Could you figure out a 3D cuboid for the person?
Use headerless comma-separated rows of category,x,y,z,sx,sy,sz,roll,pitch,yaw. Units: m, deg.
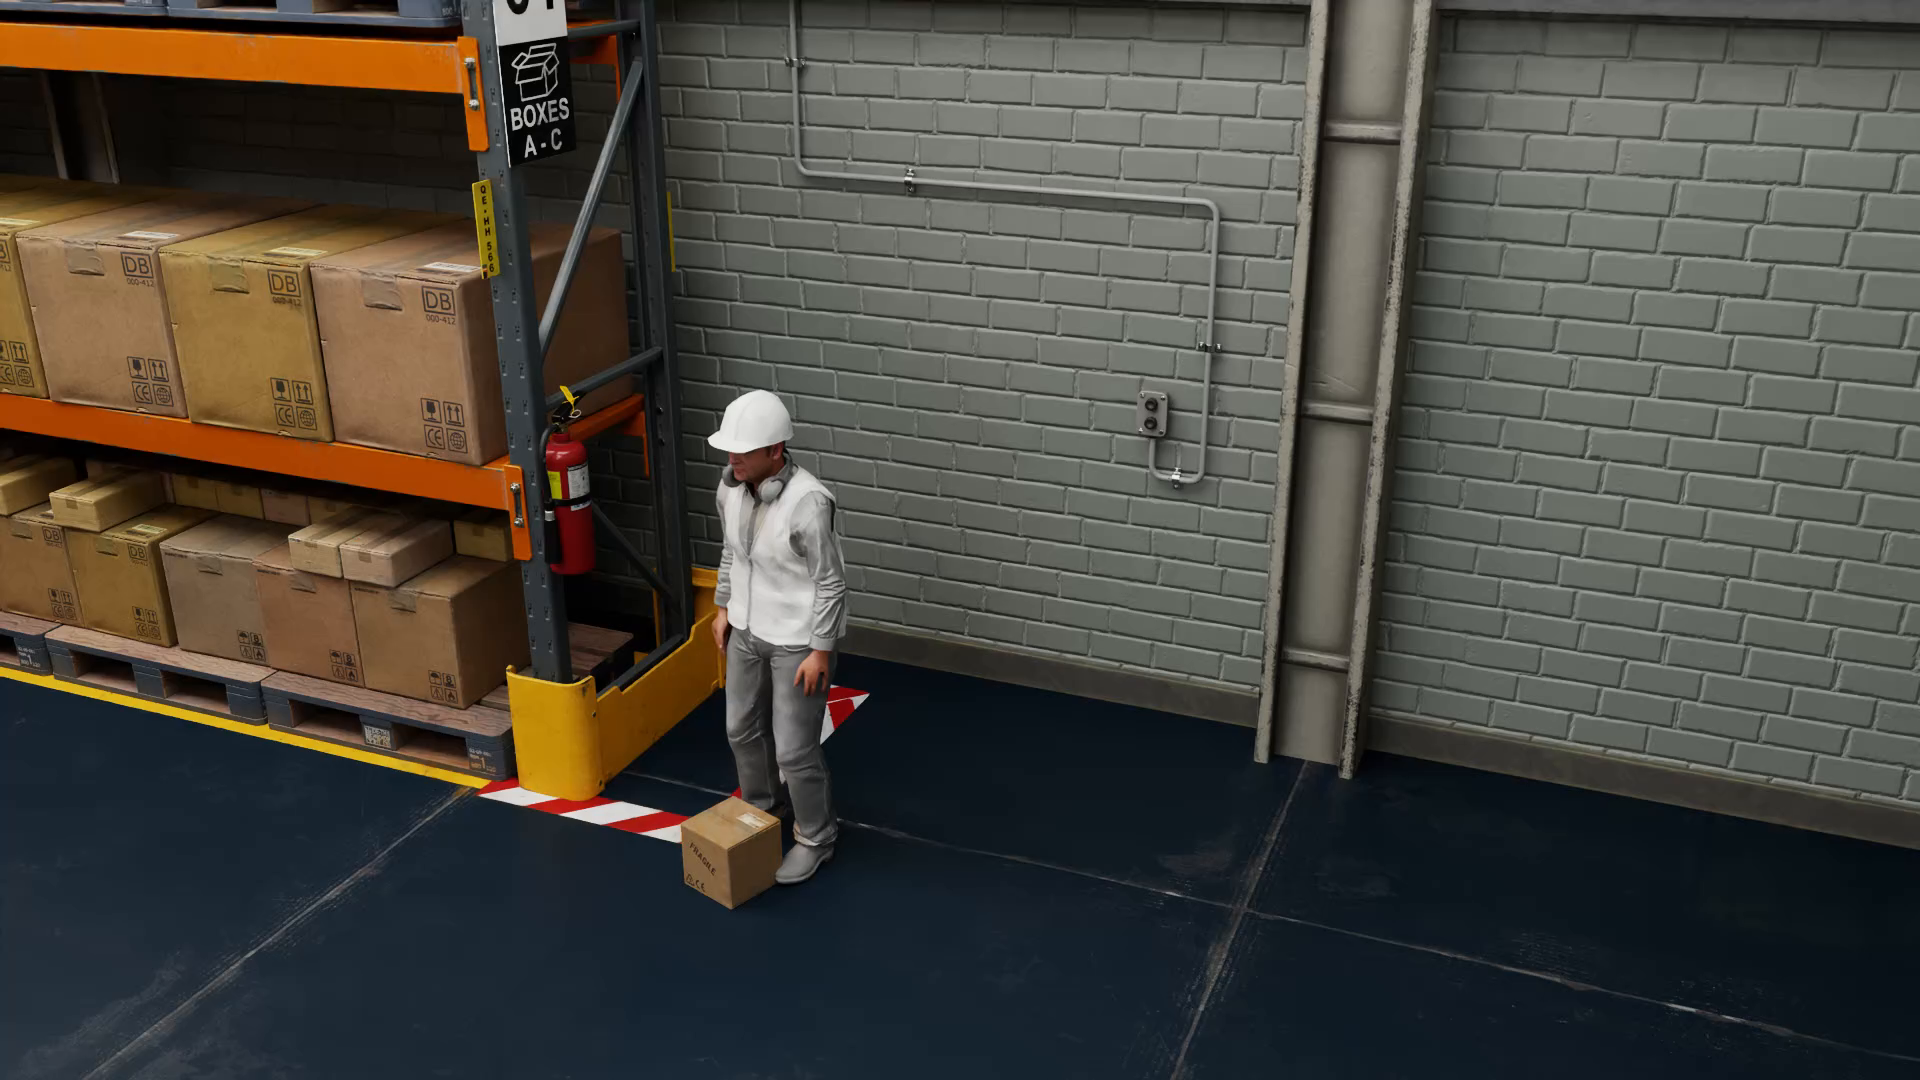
person,-0.637,0.321,5.769,0.580,1.771,0.463,19,29,39
